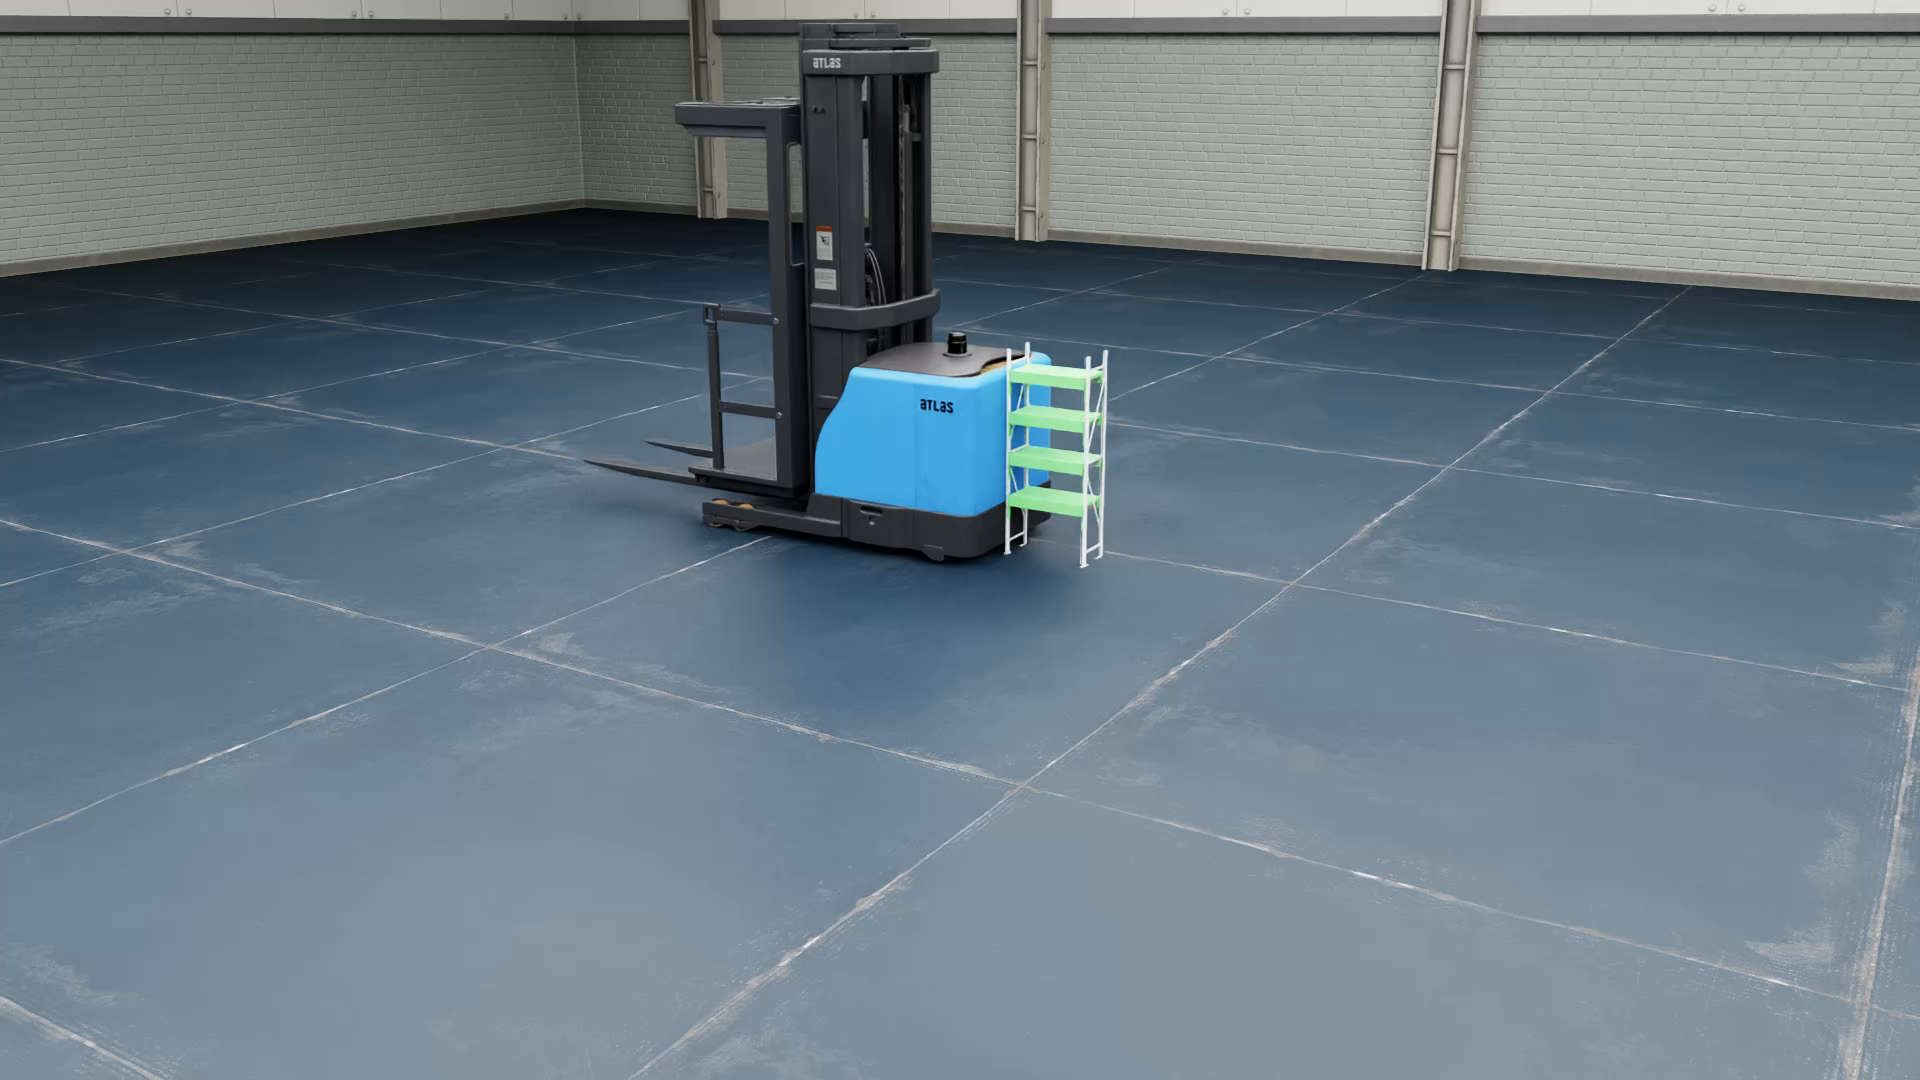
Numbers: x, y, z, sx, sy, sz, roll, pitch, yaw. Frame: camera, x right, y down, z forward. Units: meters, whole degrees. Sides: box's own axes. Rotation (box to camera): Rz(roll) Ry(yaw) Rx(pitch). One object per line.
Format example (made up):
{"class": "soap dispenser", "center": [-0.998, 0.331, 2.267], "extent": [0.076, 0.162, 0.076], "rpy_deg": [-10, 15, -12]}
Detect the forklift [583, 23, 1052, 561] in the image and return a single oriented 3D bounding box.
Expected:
{"class": "forklift", "center": [-0.982, -1.575, 10.023], "extent": [3.031, 2.935, 1.130], "rpy_deg": [10, 19, 29]}

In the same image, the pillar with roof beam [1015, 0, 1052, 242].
{"class": "pillar with roof beam", "center": [-1.203, -7.635, 19.532], "extent": [0.400, 9.000, 9.100], "rpy_deg": [10, 20, 30]}

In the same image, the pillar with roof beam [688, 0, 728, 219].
{"class": "pillar with roof beam", "center": [-6.316, -8.547, 22.537], "extent": [0.400, 9.000, 9.100], "rpy_deg": [10, 20, 30]}

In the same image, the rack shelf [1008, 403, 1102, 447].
{"class": "rack shelf", "center": [0.540, -0.650, 9.351], "extent": [0.480, 0.148, 0.258], "rpy_deg": [10, 19, 29]}

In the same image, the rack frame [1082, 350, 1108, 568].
{"class": "rack frame", "center": [0.751, -0.446, 9.286], "extent": [0.015, 1.200, 0.240], "rpy_deg": [10, 19, 29]}

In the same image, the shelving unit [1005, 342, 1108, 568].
{"class": "shelving unit", "center": [0.540, -0.482, 9.403], "extent": [0.503, 1.200, 0.258], "rpy_deg": [10, 19, 29]}

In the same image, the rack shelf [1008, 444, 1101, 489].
{"class": "rack shelf", "center": [0.540, -0.421, 9.421], "extent": [0.480, 0.148, 0.258], "rpy_deg": [10, 19, 29]}

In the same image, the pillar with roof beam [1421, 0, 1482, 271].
{"class": "pillar with roof beam", "center": [3.909, -6.722, 16.528], "extent": [0.400, 9.000, 9.100], "rpy_deg": [10, 20, 30]}

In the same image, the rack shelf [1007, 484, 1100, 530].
{"class": "rack shelf", "center": [0.540, -0.191, 9.491], "extent": [0.480, 0.148, 0.258], "rpy_deg": [10, 19, 29]}

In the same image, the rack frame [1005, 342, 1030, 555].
{"class": "rack frame", "center": [0.329, -0.517, 9.519], "extent": [0.015, 1.200, 0.240], "rpy_deg": [10, 19, 29]}

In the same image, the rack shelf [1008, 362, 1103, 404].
{"class": "rack shelf", "center": [0.540, -0.880, 9.282], "extent": [0.480, 0.148, 0.258], "rpy_deg": [10, 19, 29]}
